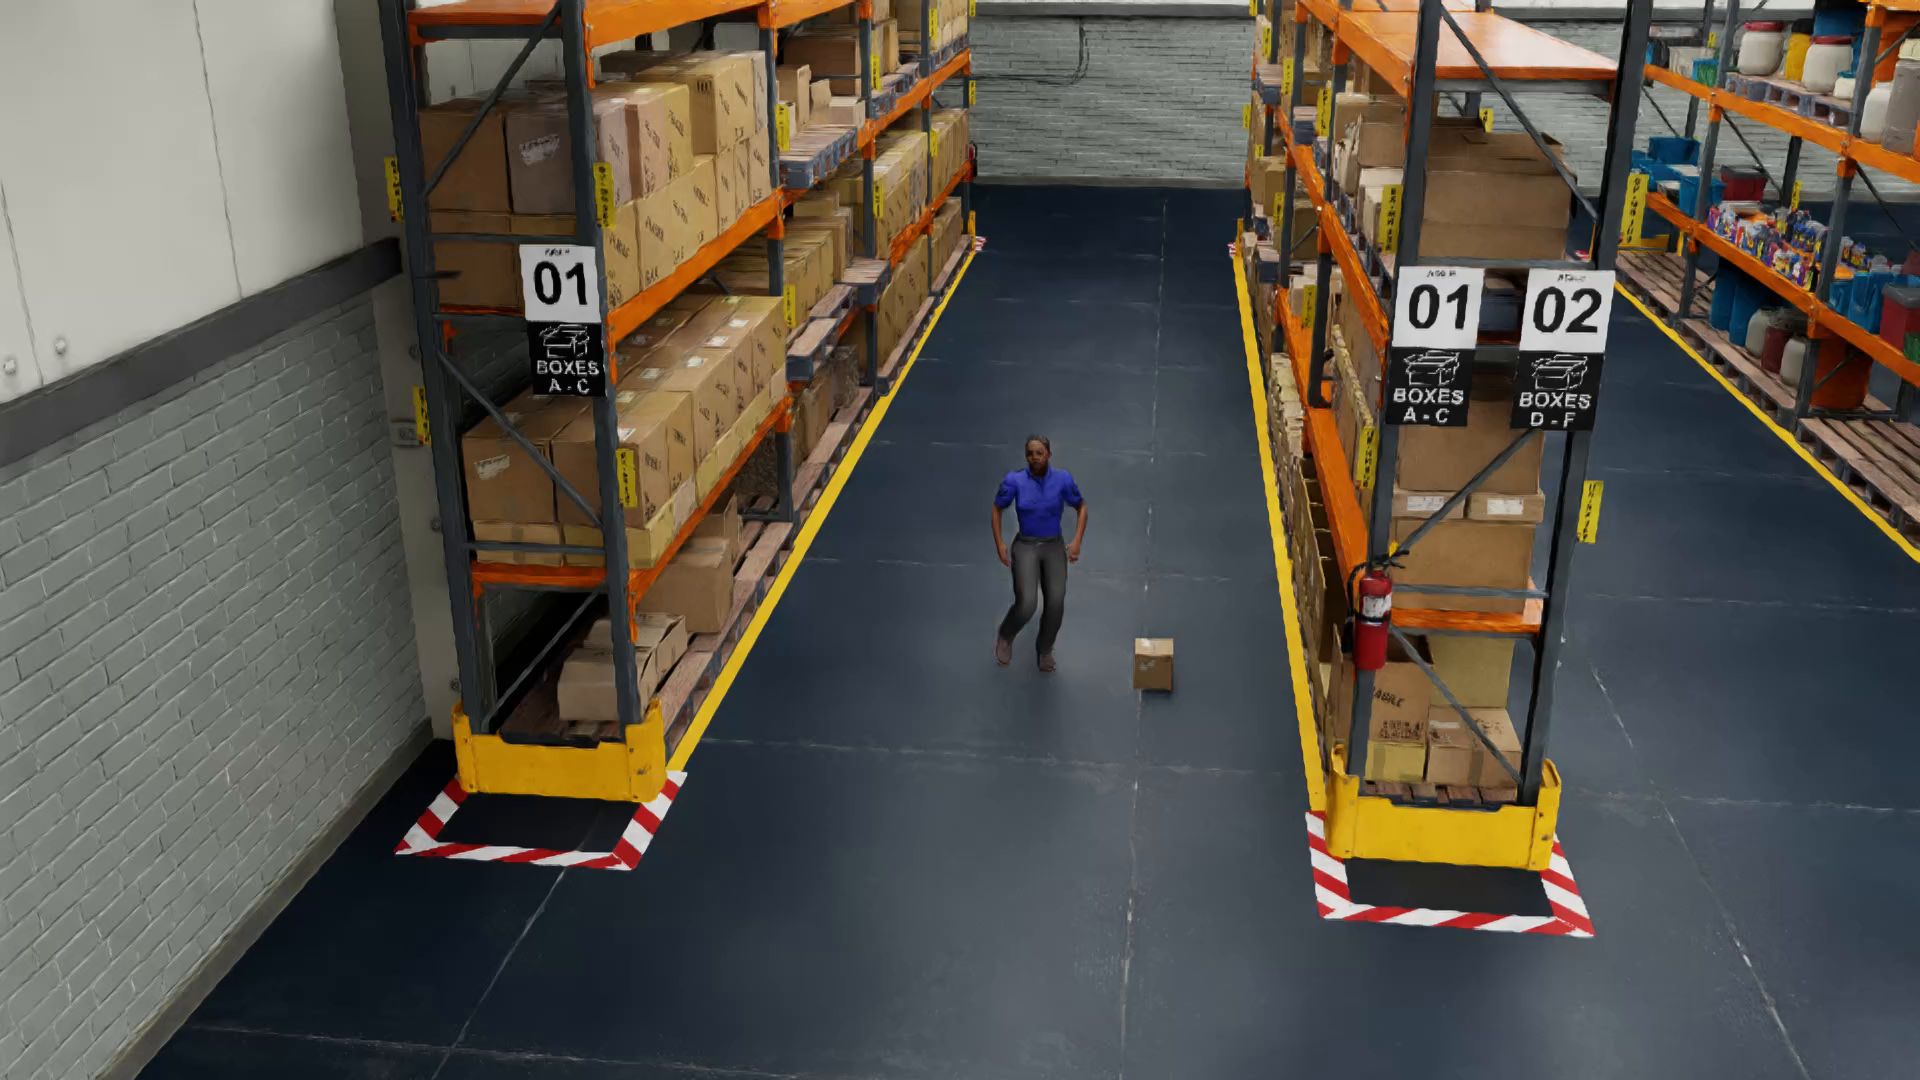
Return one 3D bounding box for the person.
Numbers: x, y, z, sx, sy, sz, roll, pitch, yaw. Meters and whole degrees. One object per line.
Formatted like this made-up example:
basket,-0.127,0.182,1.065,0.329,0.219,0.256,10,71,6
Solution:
person,0.542,0.100,10.895,0.621,1.626,0.472,-5,22,-12
